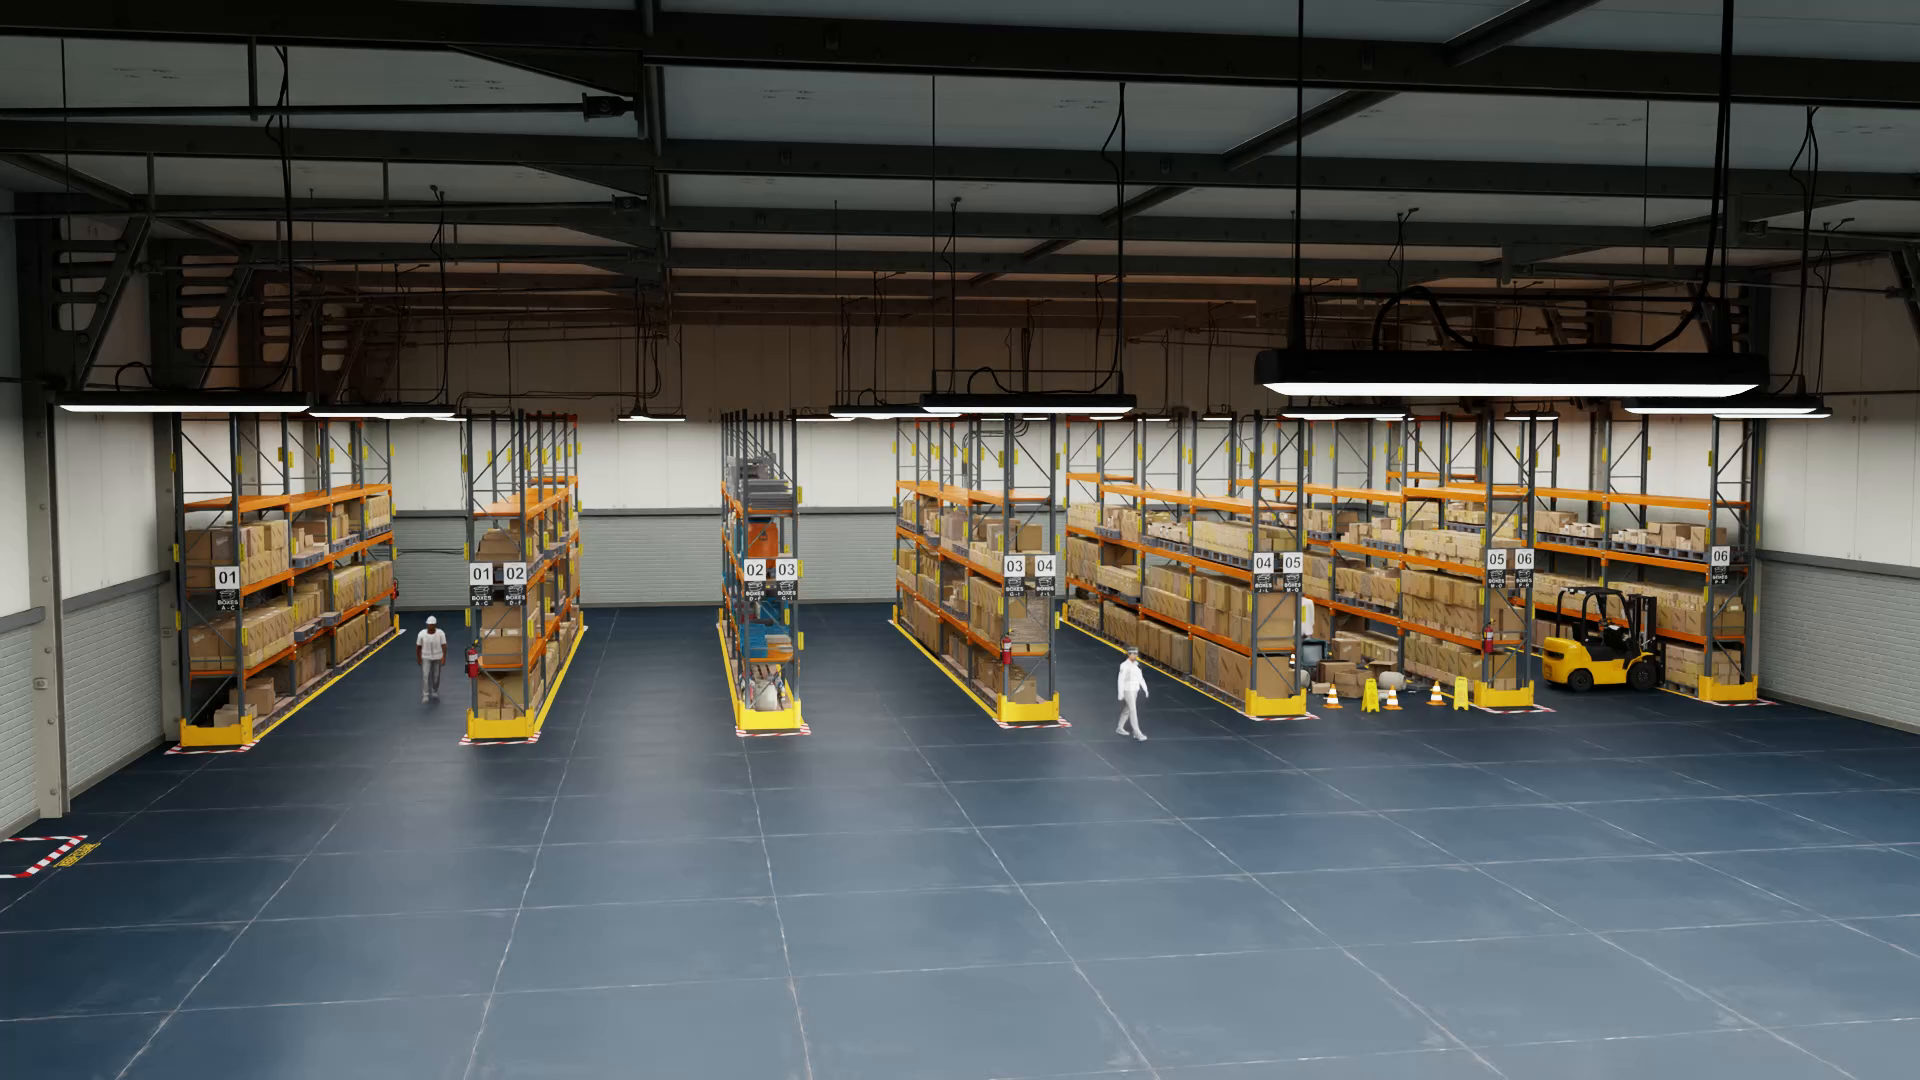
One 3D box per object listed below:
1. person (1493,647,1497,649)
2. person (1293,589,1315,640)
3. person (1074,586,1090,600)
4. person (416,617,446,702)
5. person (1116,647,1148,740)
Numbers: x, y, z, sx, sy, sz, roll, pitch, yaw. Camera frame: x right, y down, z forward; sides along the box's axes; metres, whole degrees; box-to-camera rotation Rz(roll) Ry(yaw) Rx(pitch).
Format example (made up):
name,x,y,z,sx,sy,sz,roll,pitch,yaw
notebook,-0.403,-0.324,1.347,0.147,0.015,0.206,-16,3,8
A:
name,x,y,z,sx,sy,sz,roll,pitch,yaw
person,12.002,2.234,37.753,0.579,1.723,0.565,-1,4,-11
person,8.242,2.051,40.000,0.614,1.775,0.606,-1,4,-11
person,3.732,1.336,50.172,0.521,1.800,0.607,-2,5,-30
person,-10.905,2.442,34.357,0.584,1.709,0.989,-2,4,-24
person,3.167,2.766,30.317,0.825,1.650,0.535,3,5,39
